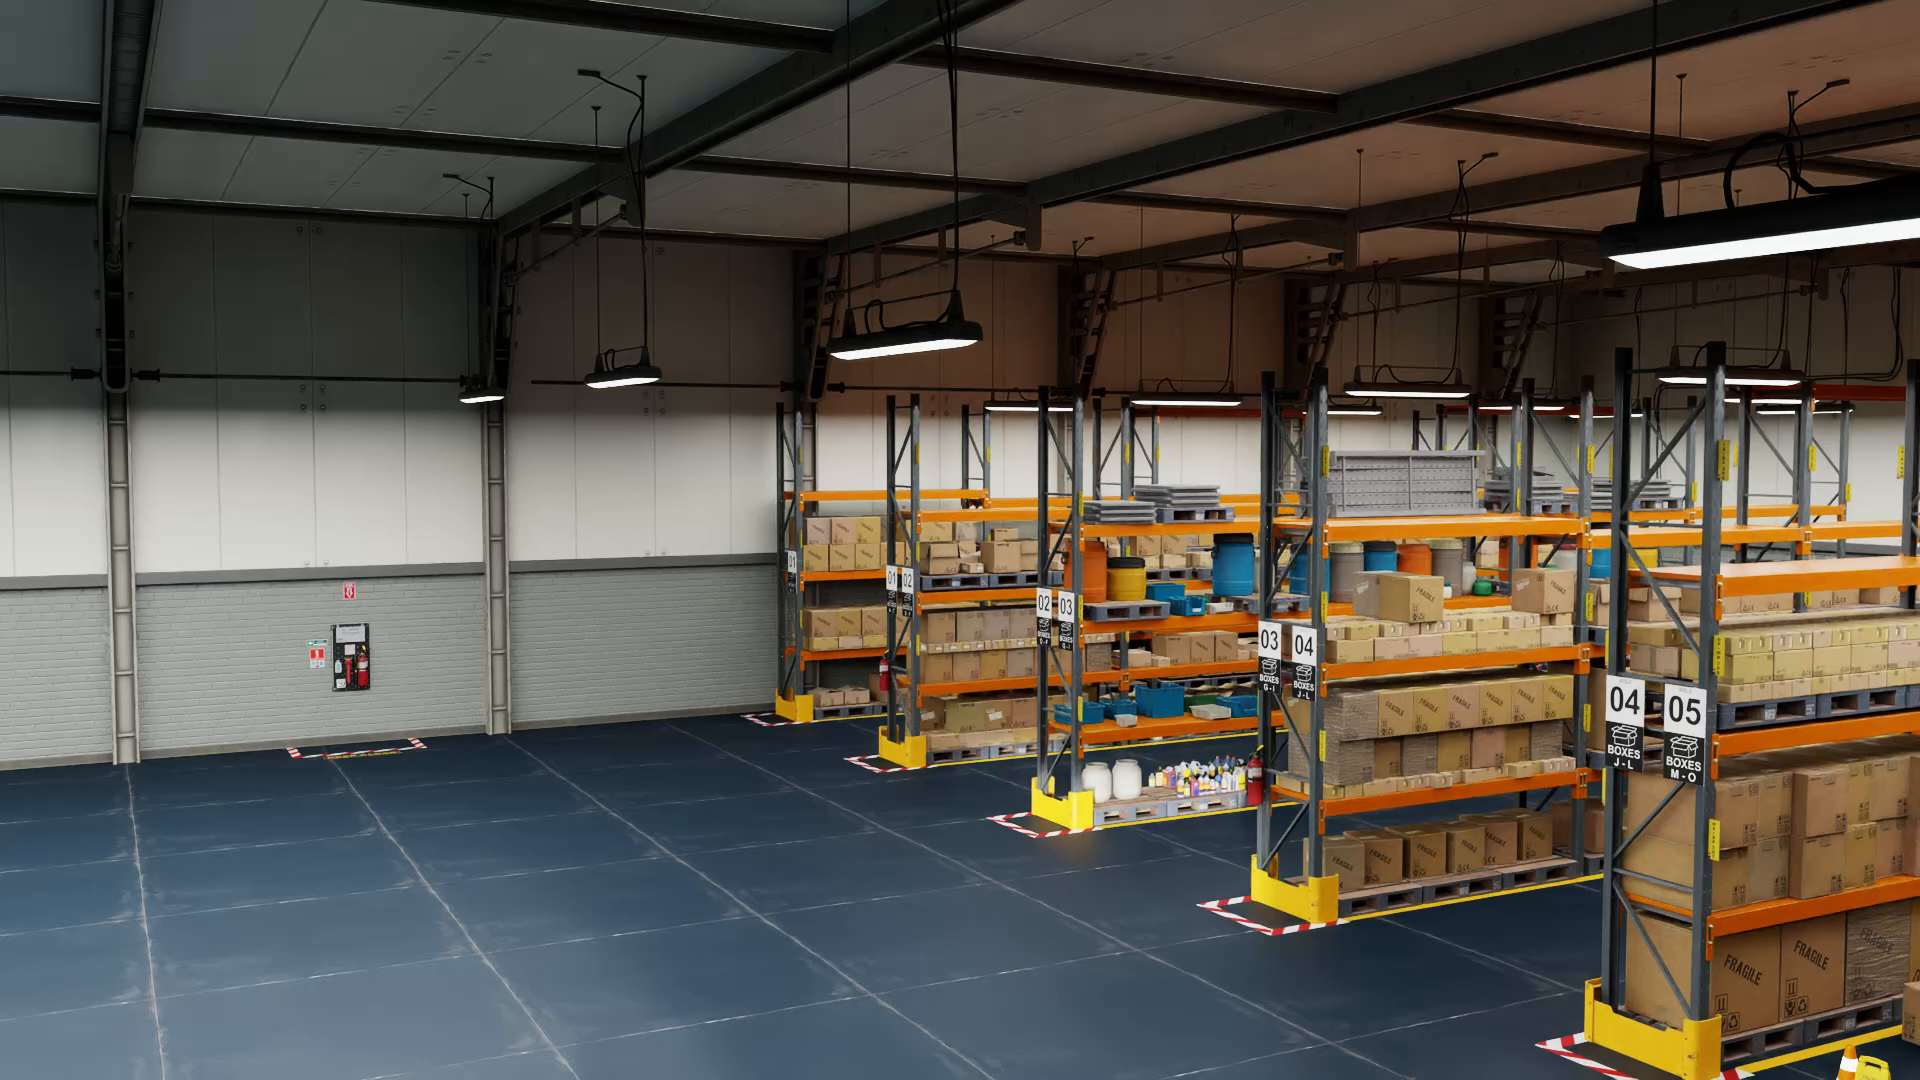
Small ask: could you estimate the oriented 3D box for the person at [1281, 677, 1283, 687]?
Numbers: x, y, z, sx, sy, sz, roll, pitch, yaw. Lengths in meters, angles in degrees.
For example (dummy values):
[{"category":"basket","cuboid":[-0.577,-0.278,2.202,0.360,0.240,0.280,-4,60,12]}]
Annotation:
[{"category":"person","cuboid":[6.582,2.350,35.019,0.685,1.670,0.732,-1,3,-18]}]
